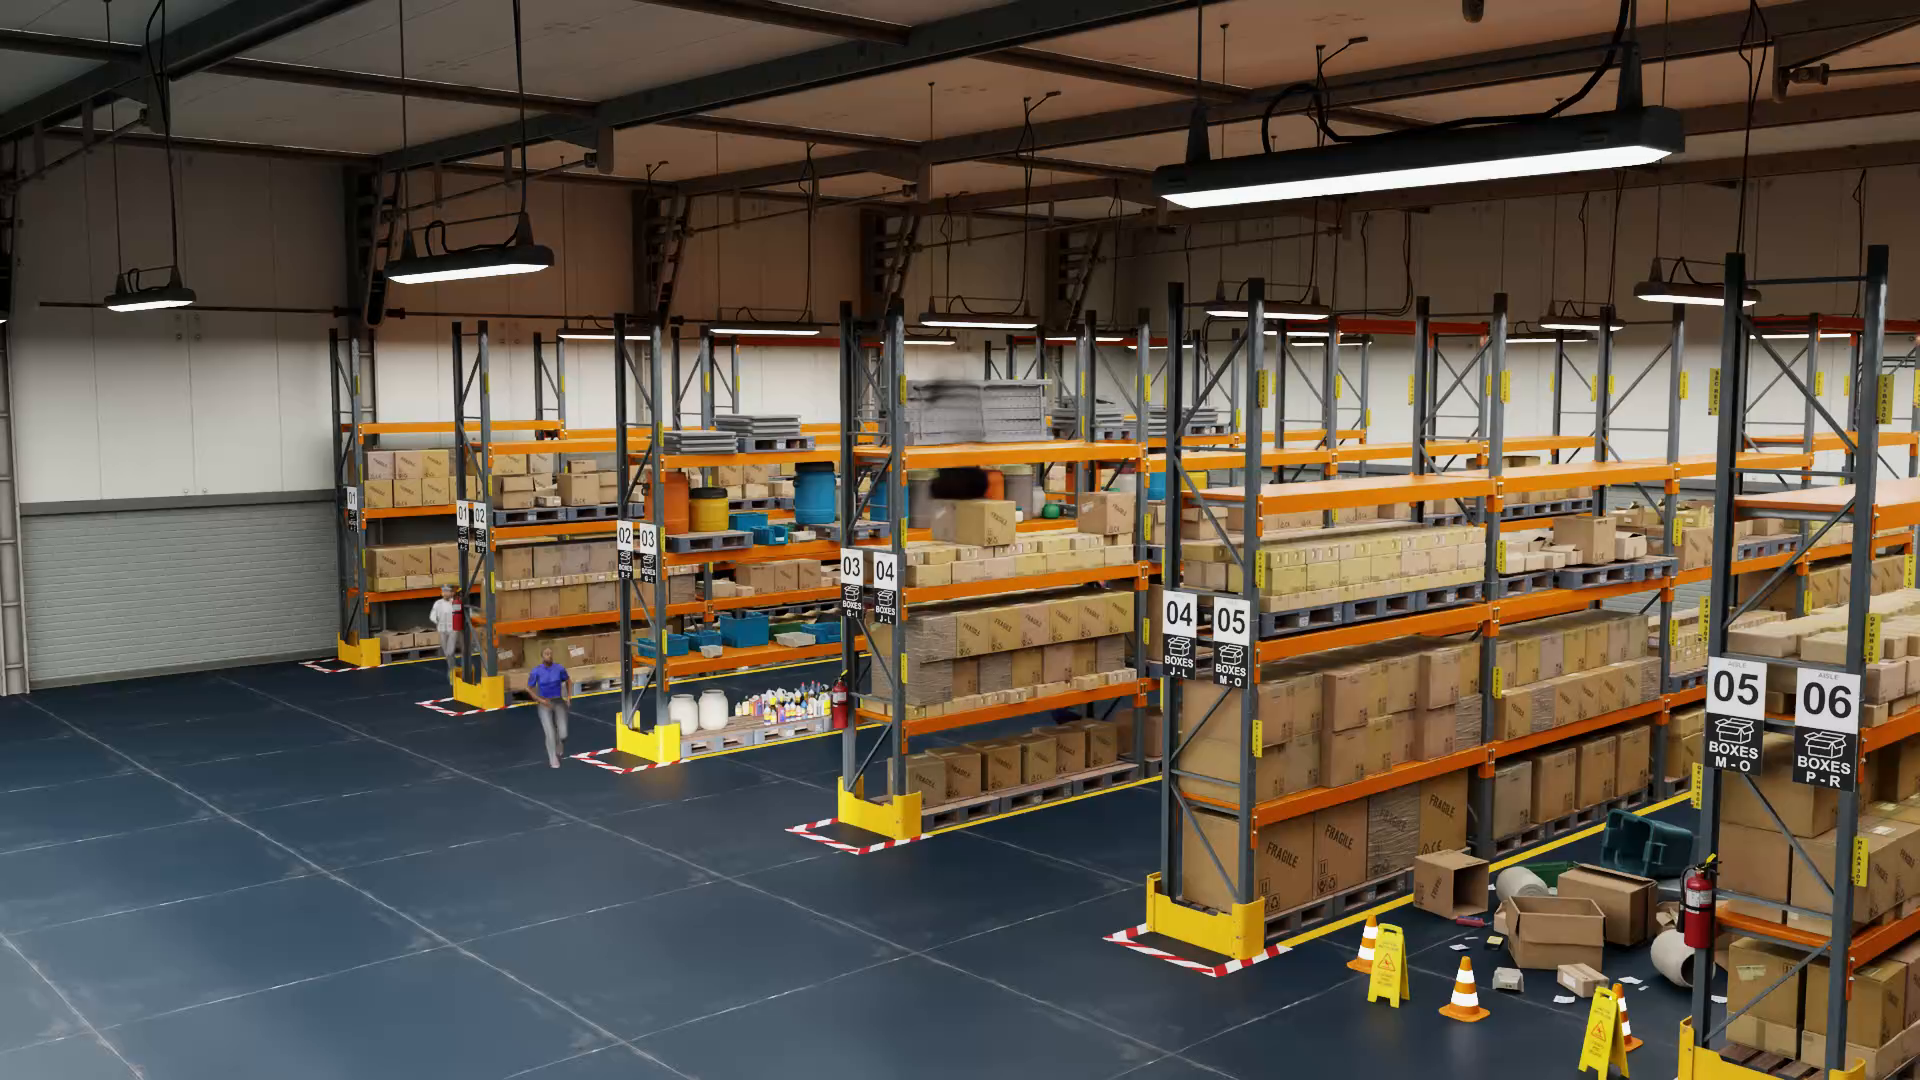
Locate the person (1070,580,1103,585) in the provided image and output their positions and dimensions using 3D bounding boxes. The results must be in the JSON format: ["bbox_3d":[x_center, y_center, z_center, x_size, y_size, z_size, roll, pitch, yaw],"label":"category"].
[{"bbox_3d":[2.419,1.094,32.368,0.688,1.787,0.817,4,7,33],"label":"person"}]

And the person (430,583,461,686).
[{"bbox_3d":[-8.592,1.580,27.938,0.595,1.750,0.736,1,6,5],"label":"person"}]

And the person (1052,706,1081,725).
[{"bbox_3d":[1.405,2.107,23.190,0.593,1.576,0.668,6,8,44],"label":"person"}]

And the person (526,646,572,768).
[{"bbox_3d":[-5.441,2.213,22.071,0.615,1.609,0.531,-3,6,-24],"label":"person"}]
